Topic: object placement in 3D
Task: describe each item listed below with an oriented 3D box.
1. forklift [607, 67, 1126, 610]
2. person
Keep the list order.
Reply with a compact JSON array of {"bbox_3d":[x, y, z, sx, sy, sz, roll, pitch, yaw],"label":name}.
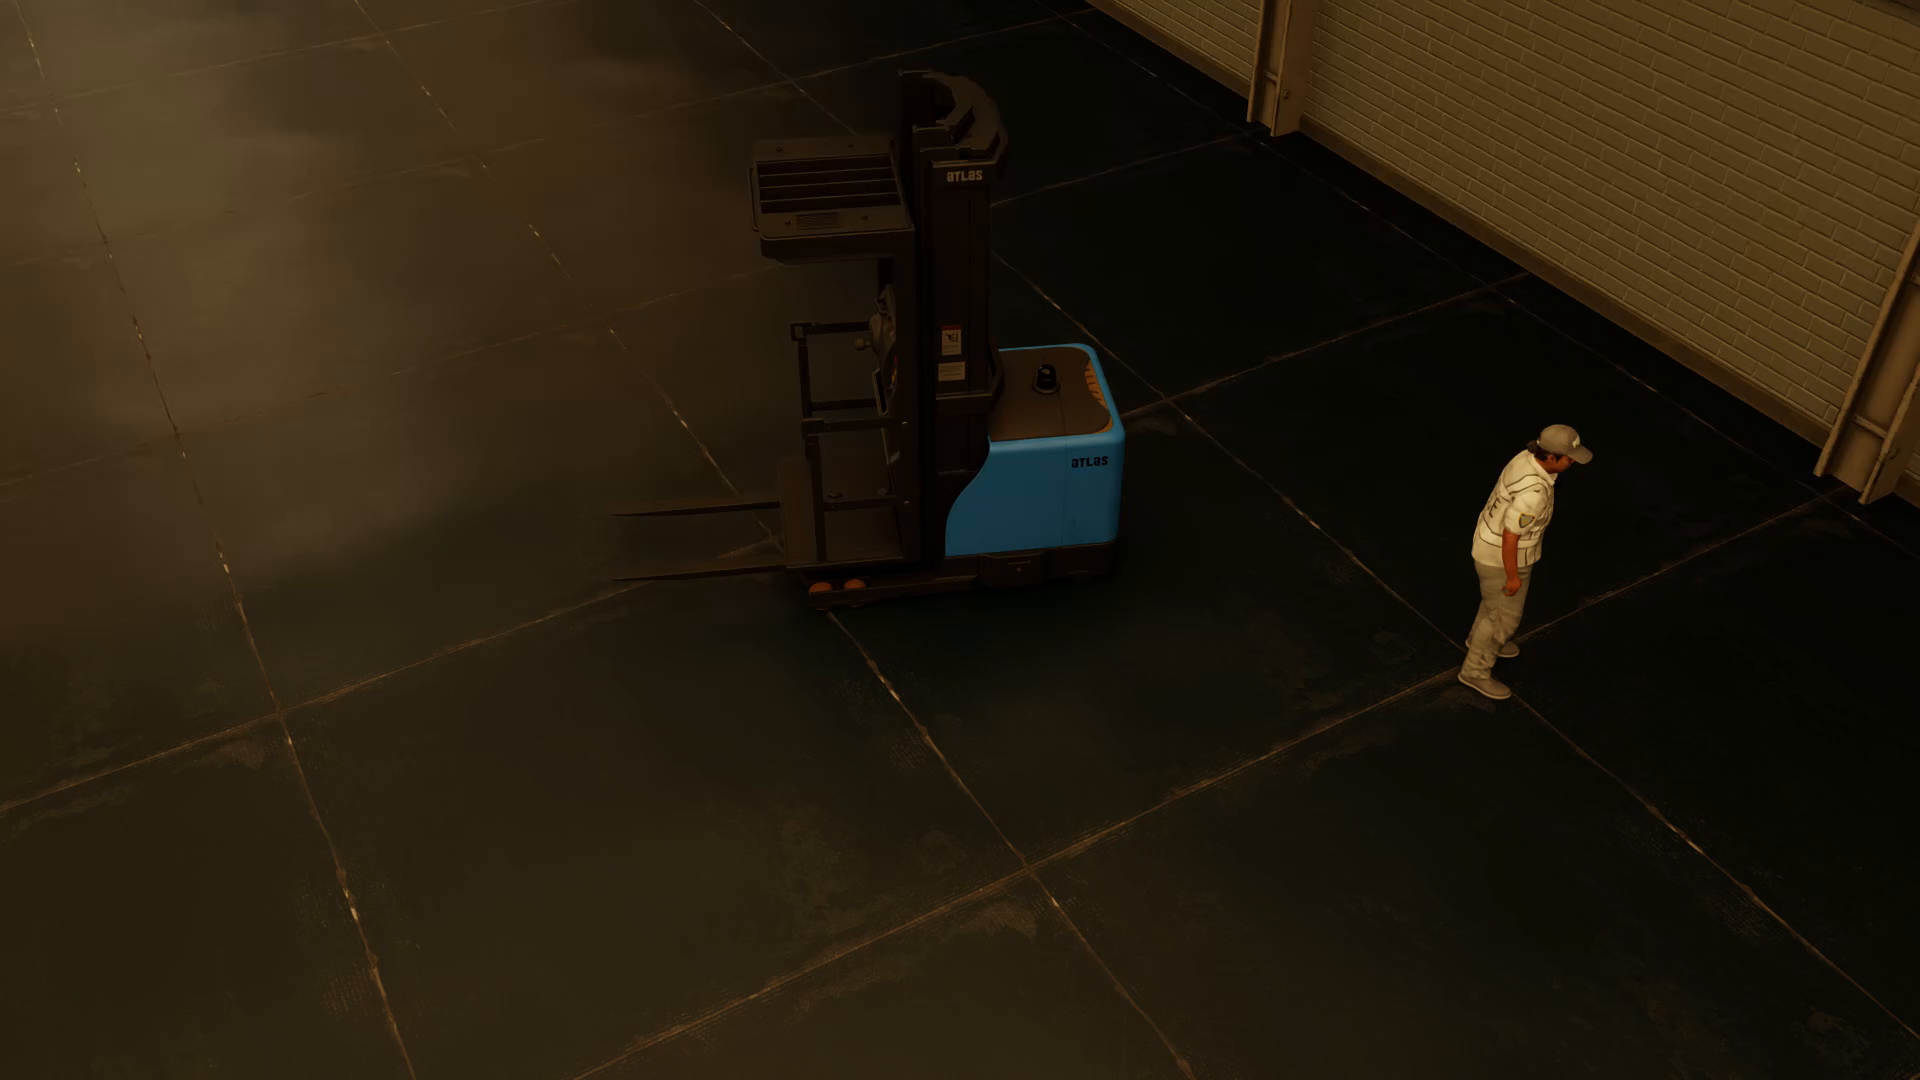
[{"bbox_3d":[-0.604,-1.075,9.332,3.031,2.935,1.130,-5,40,-6],"label":"forklift"},{"bbox_3d":[2.990,0.074,8.942,0.467,1.666,0.538,13,41,15],"label":"person"}]
